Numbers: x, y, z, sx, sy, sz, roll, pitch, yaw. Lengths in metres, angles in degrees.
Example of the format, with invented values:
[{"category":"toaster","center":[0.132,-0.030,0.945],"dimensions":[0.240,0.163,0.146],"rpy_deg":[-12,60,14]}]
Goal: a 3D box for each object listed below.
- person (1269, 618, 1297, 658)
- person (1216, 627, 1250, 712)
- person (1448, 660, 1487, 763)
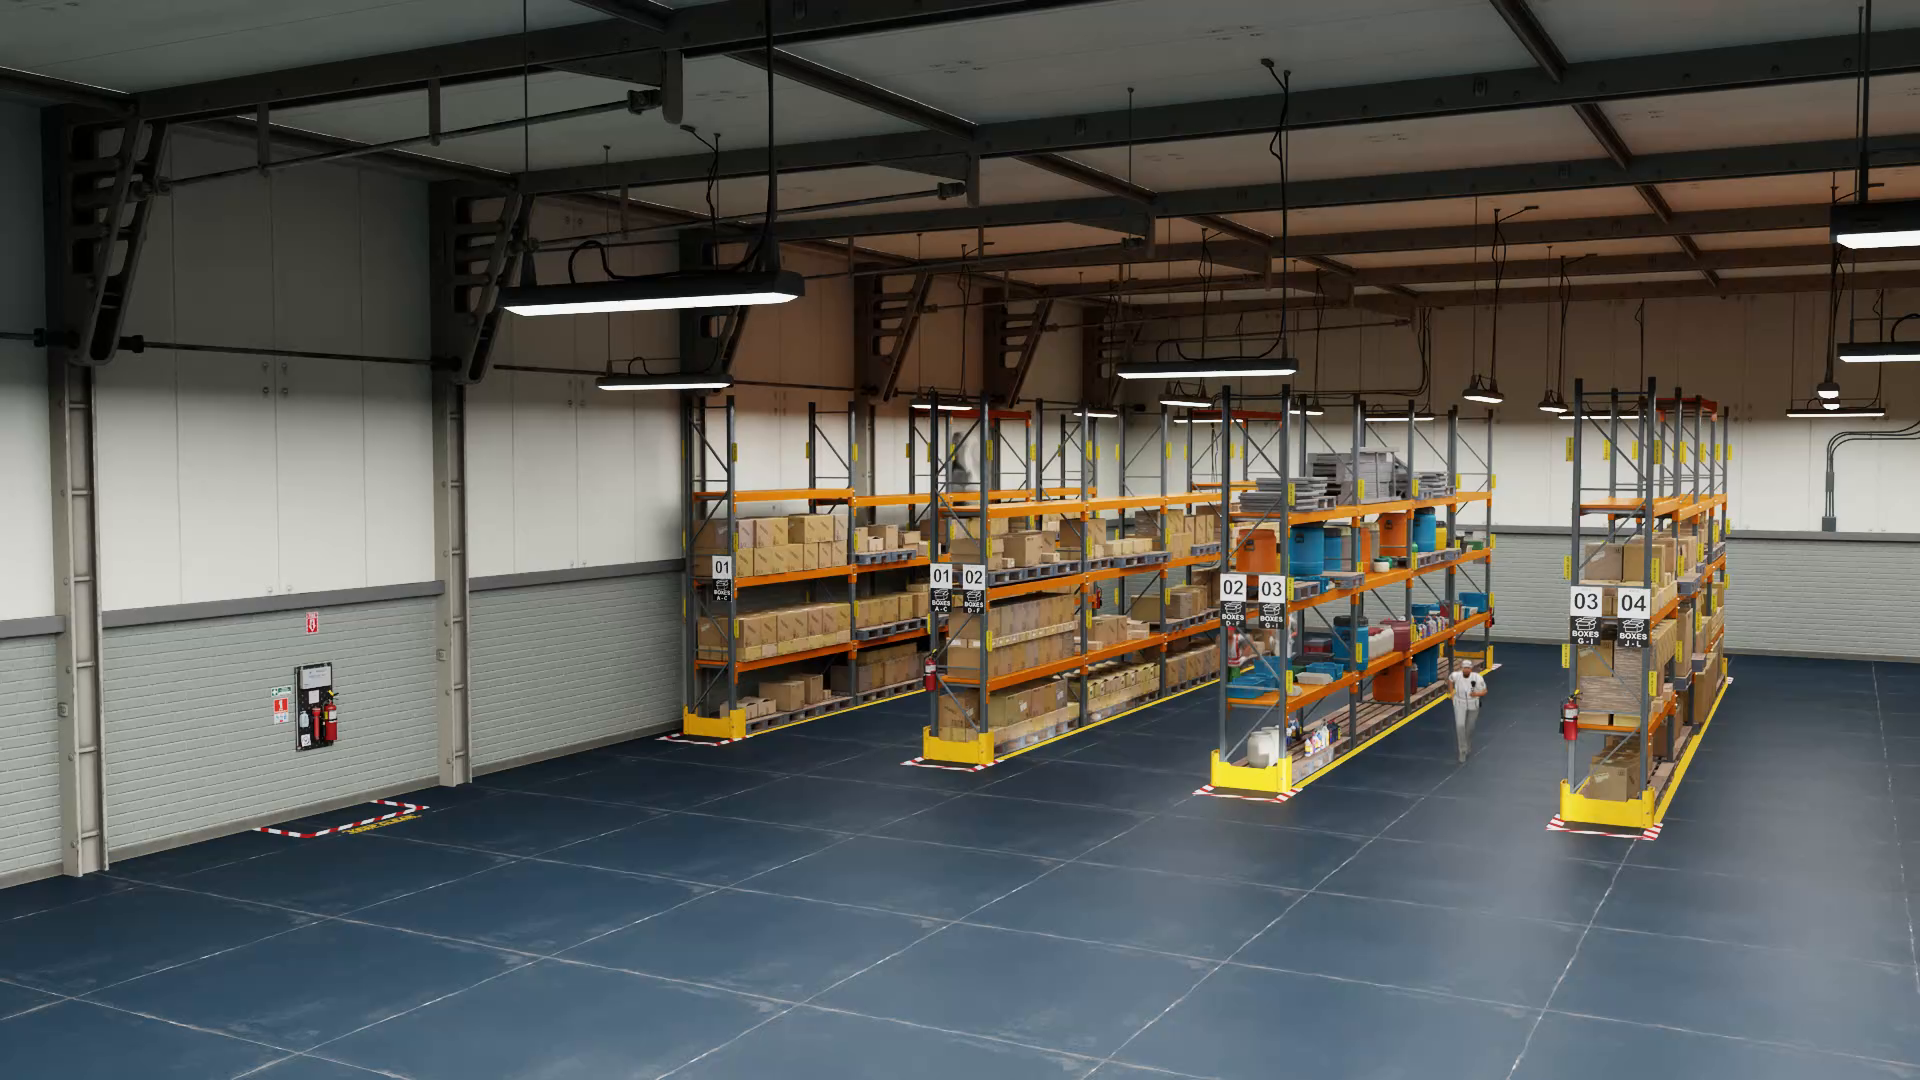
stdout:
[{"category":"person","center":[7.001,2.271,35.994],"dimensions":[0.654,1.711,0.770],"rpy_deg":[1,3,15]},{"category":"person","center":[5.328,2.460,32.410],"dimensions":[0.669,1.731,0.989],"rpy_deg":[1,3,18]},{"category":"person","center":[8.294,2.767,27.203],"dimensions":[0.604,1.680,0.973],"rpy_deg":[1,3,14]}]
